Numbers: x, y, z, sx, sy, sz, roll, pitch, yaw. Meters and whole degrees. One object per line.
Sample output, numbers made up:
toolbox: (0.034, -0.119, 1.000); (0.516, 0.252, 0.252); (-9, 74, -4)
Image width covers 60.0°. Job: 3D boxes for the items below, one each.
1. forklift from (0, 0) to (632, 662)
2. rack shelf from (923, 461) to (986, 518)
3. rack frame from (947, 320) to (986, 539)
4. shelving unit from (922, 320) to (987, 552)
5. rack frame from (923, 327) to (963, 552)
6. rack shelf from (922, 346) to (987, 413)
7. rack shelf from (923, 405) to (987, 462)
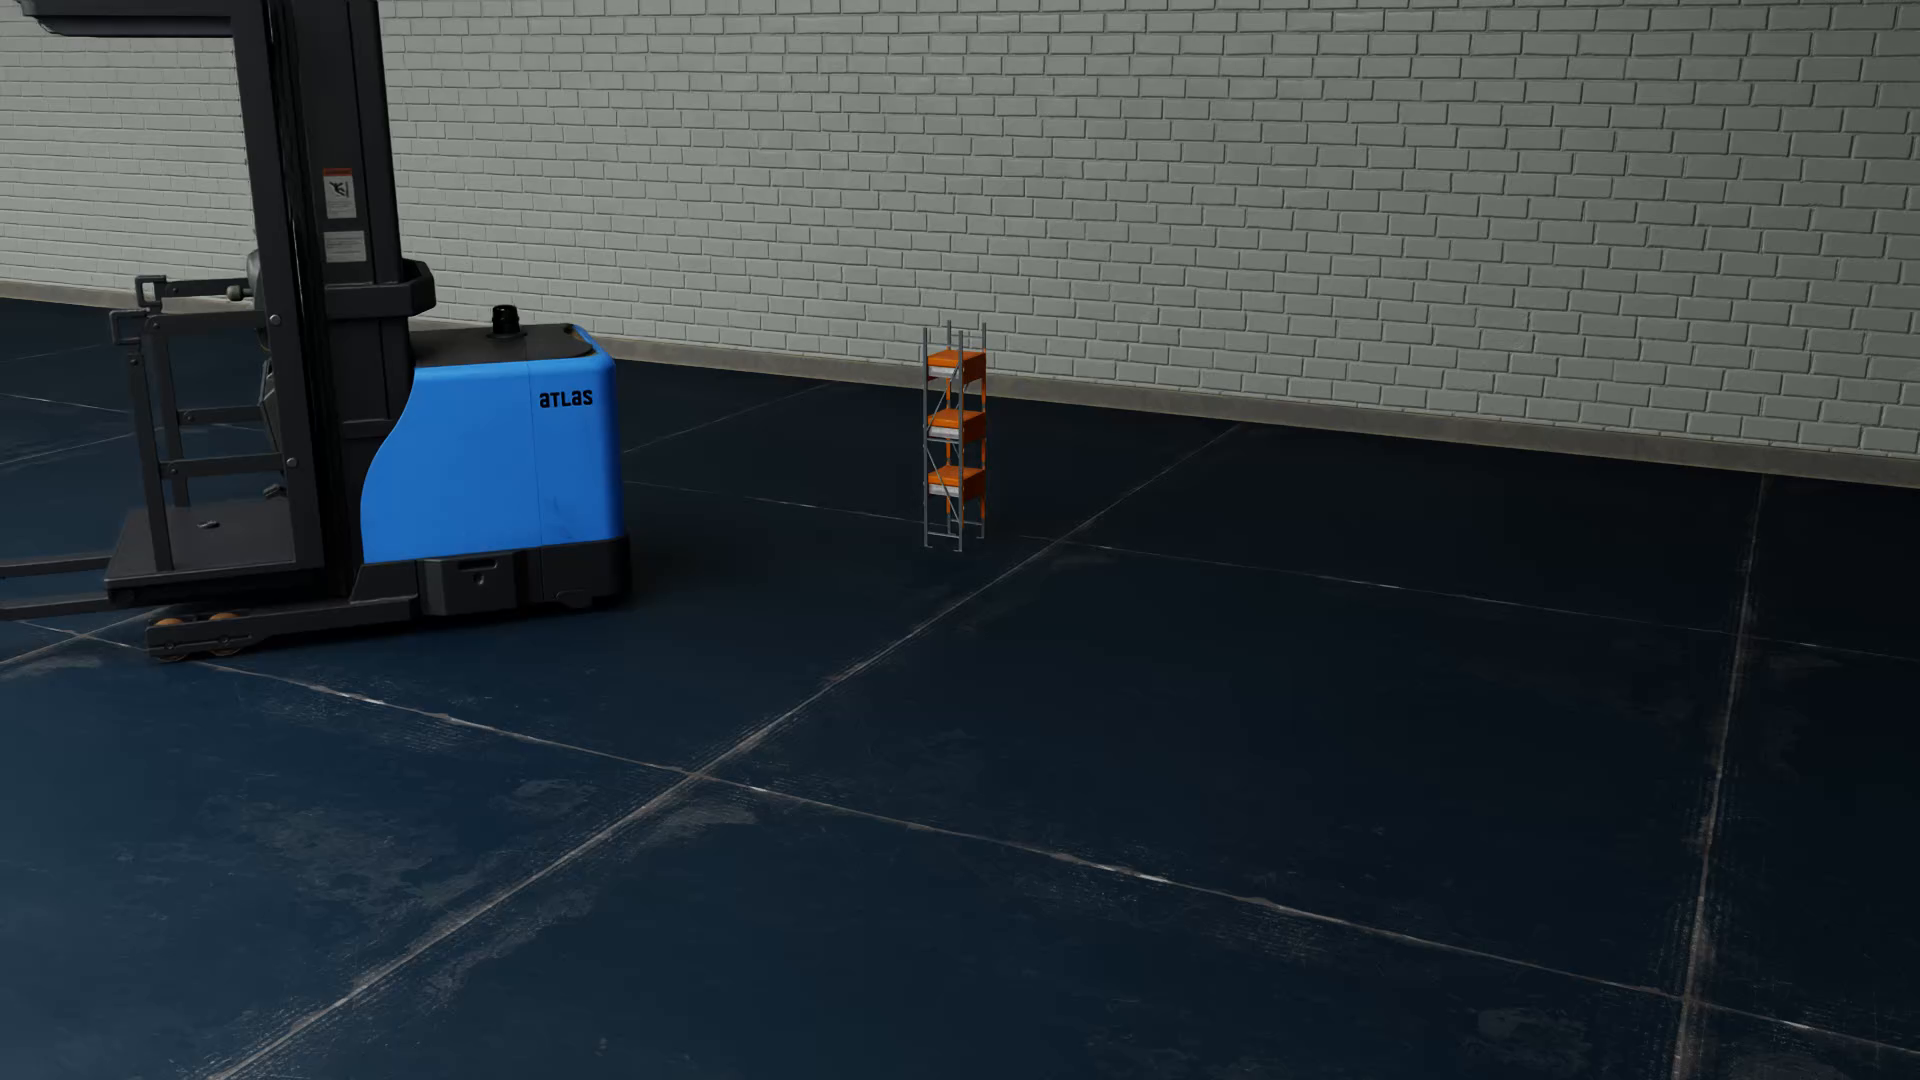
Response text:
forklift: (-2.971, -1.102, 6.588); (3.031, 2.935, 1.130); (-6, 18, -20)
rack shelf: (-0.024, -0.213, 7.911); (0.215, 0.259, 0.240); (8, 18, 25)
rack frame: (0.031, -0.521, 7.934); (0.200, 1.050, 0.008); (8, 18, 25)
shelving unit: (-0.024, -0.490, 7.829); (0.215, 1.050, 0.252); (8, 18, 25)
rack frame: (-0.078, -0.459, 7.724); (0.200, 1.050, 0.008); (8, 18, 25)
rack shelf: (-0.024, -0.752, 7.751); (0.215, 0.259, 0.240); (8, 18, 25)
rack shelf: (-0.024, -0.479, 7.832); (0.215, 0.259, 0.240); (8, 18, 25)
